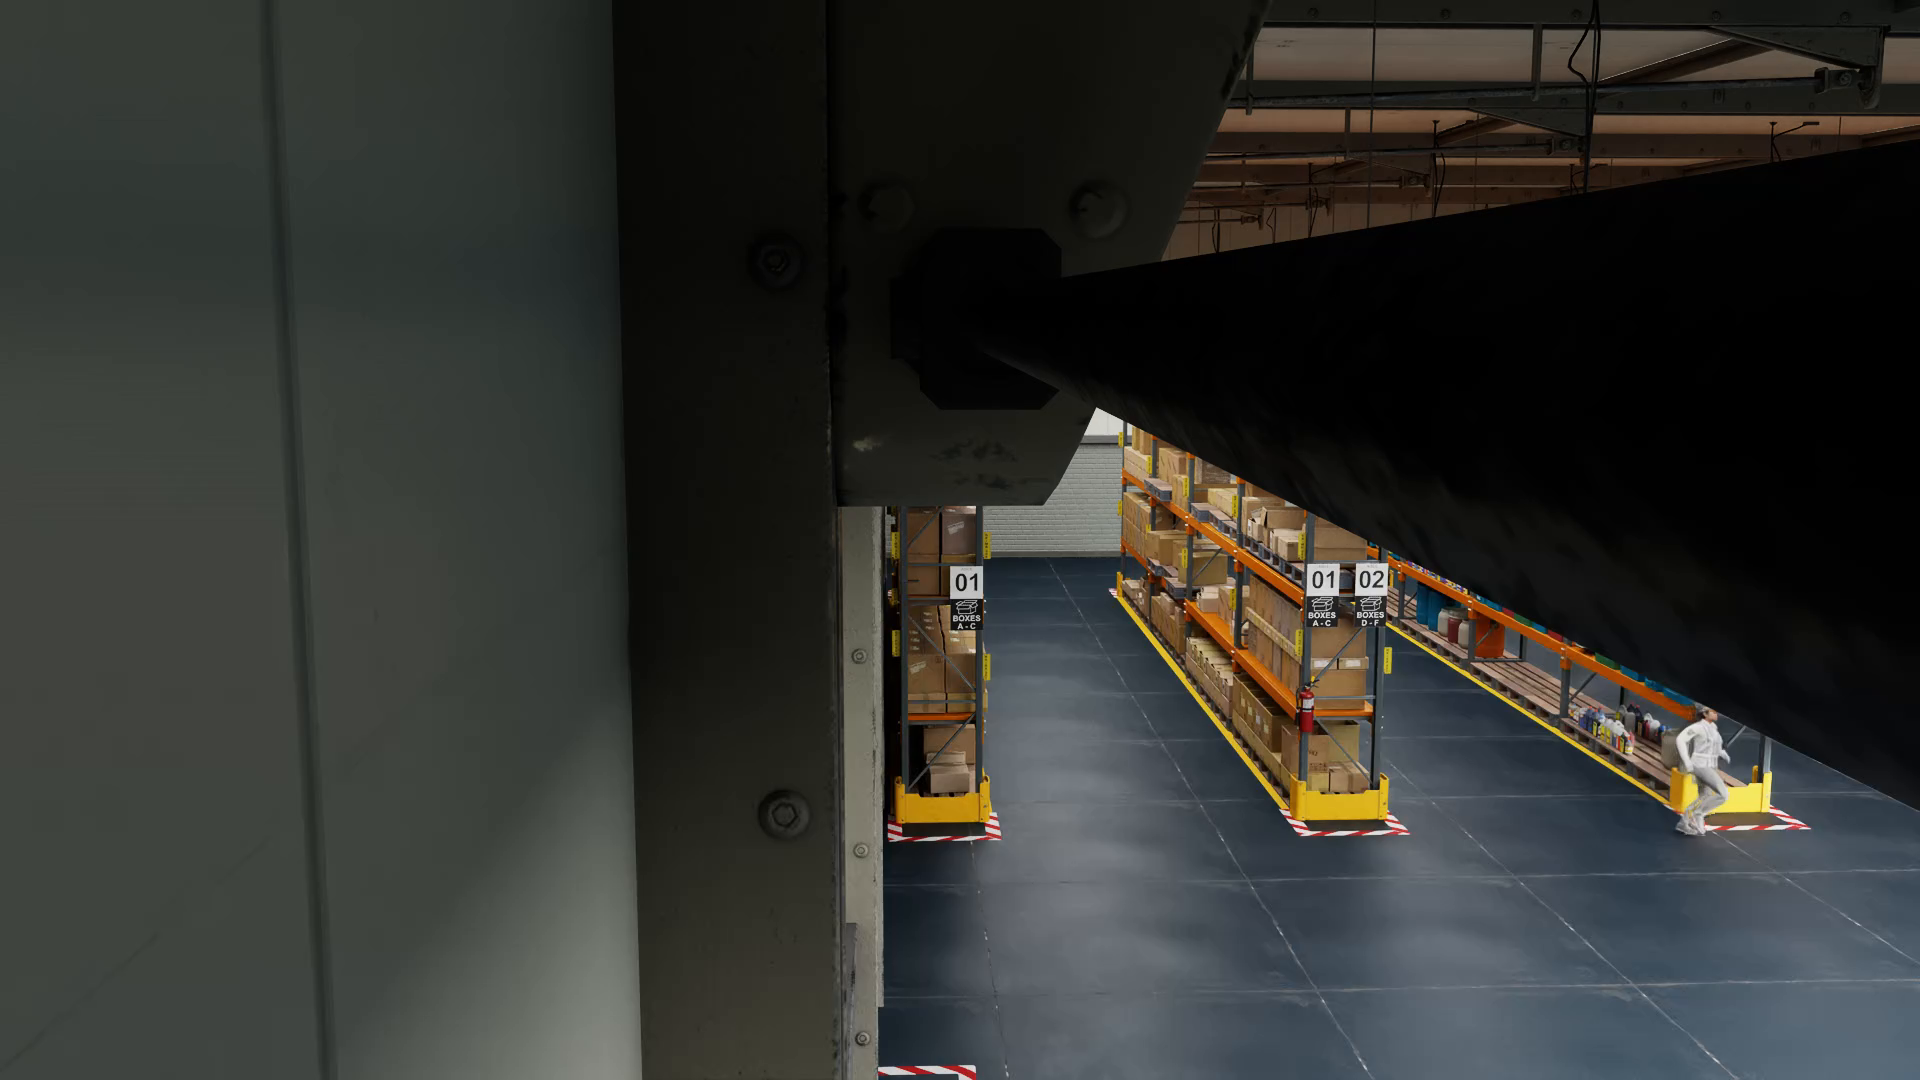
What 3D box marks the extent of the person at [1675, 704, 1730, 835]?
[{"bbox_3d":[8.951,2.724,19.917,0.605,1.635,0.626,7,10,40],"label":"person"}]
